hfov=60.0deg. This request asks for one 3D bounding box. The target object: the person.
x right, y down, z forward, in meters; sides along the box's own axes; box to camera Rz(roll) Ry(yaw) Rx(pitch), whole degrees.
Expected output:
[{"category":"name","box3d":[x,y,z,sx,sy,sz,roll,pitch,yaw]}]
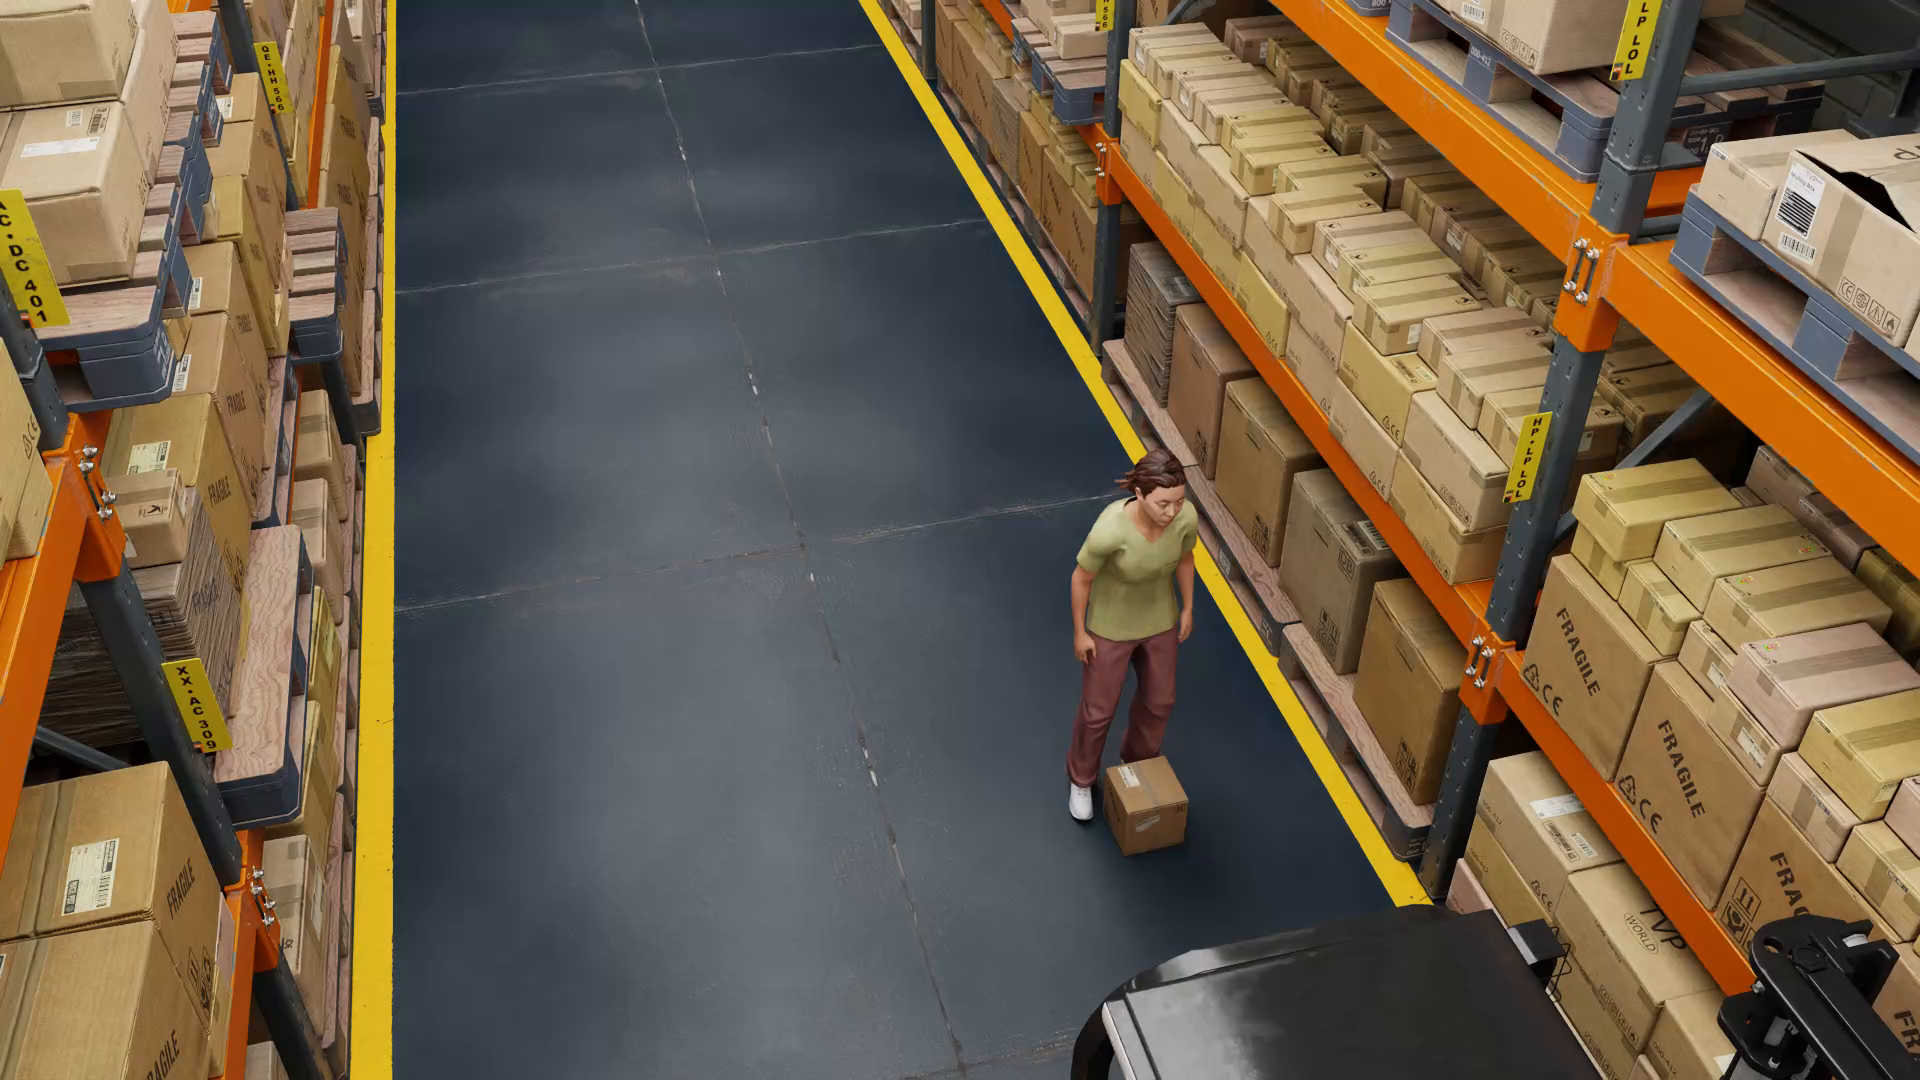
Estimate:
[{"category":"person","box3d":[0.659,0.339,6.287,0.517,1.671,0.365,-12,40,-15]}]
